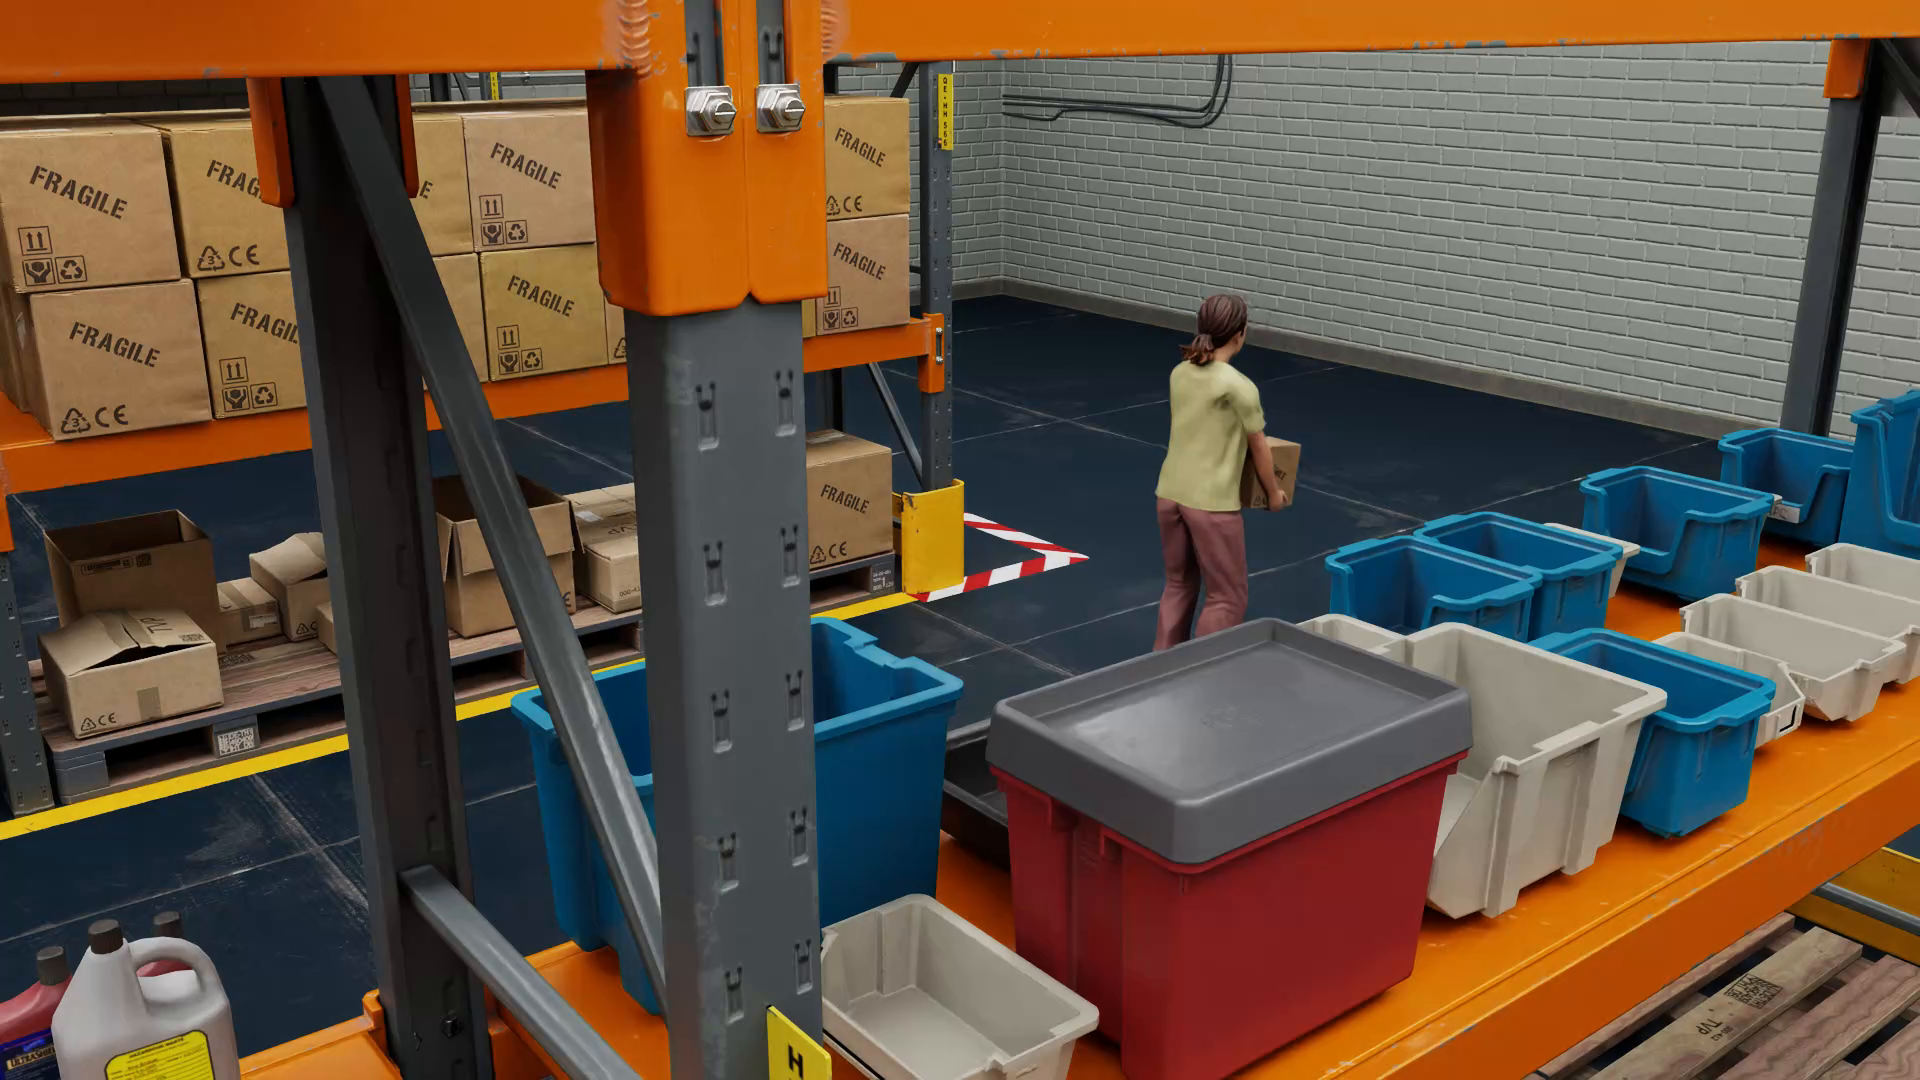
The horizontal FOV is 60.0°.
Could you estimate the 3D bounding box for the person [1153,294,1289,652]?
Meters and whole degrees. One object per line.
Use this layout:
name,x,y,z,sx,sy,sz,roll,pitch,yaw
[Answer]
person,1.009,-0.141,6.528,0.512,1.661,0.409,-14,23,-37
